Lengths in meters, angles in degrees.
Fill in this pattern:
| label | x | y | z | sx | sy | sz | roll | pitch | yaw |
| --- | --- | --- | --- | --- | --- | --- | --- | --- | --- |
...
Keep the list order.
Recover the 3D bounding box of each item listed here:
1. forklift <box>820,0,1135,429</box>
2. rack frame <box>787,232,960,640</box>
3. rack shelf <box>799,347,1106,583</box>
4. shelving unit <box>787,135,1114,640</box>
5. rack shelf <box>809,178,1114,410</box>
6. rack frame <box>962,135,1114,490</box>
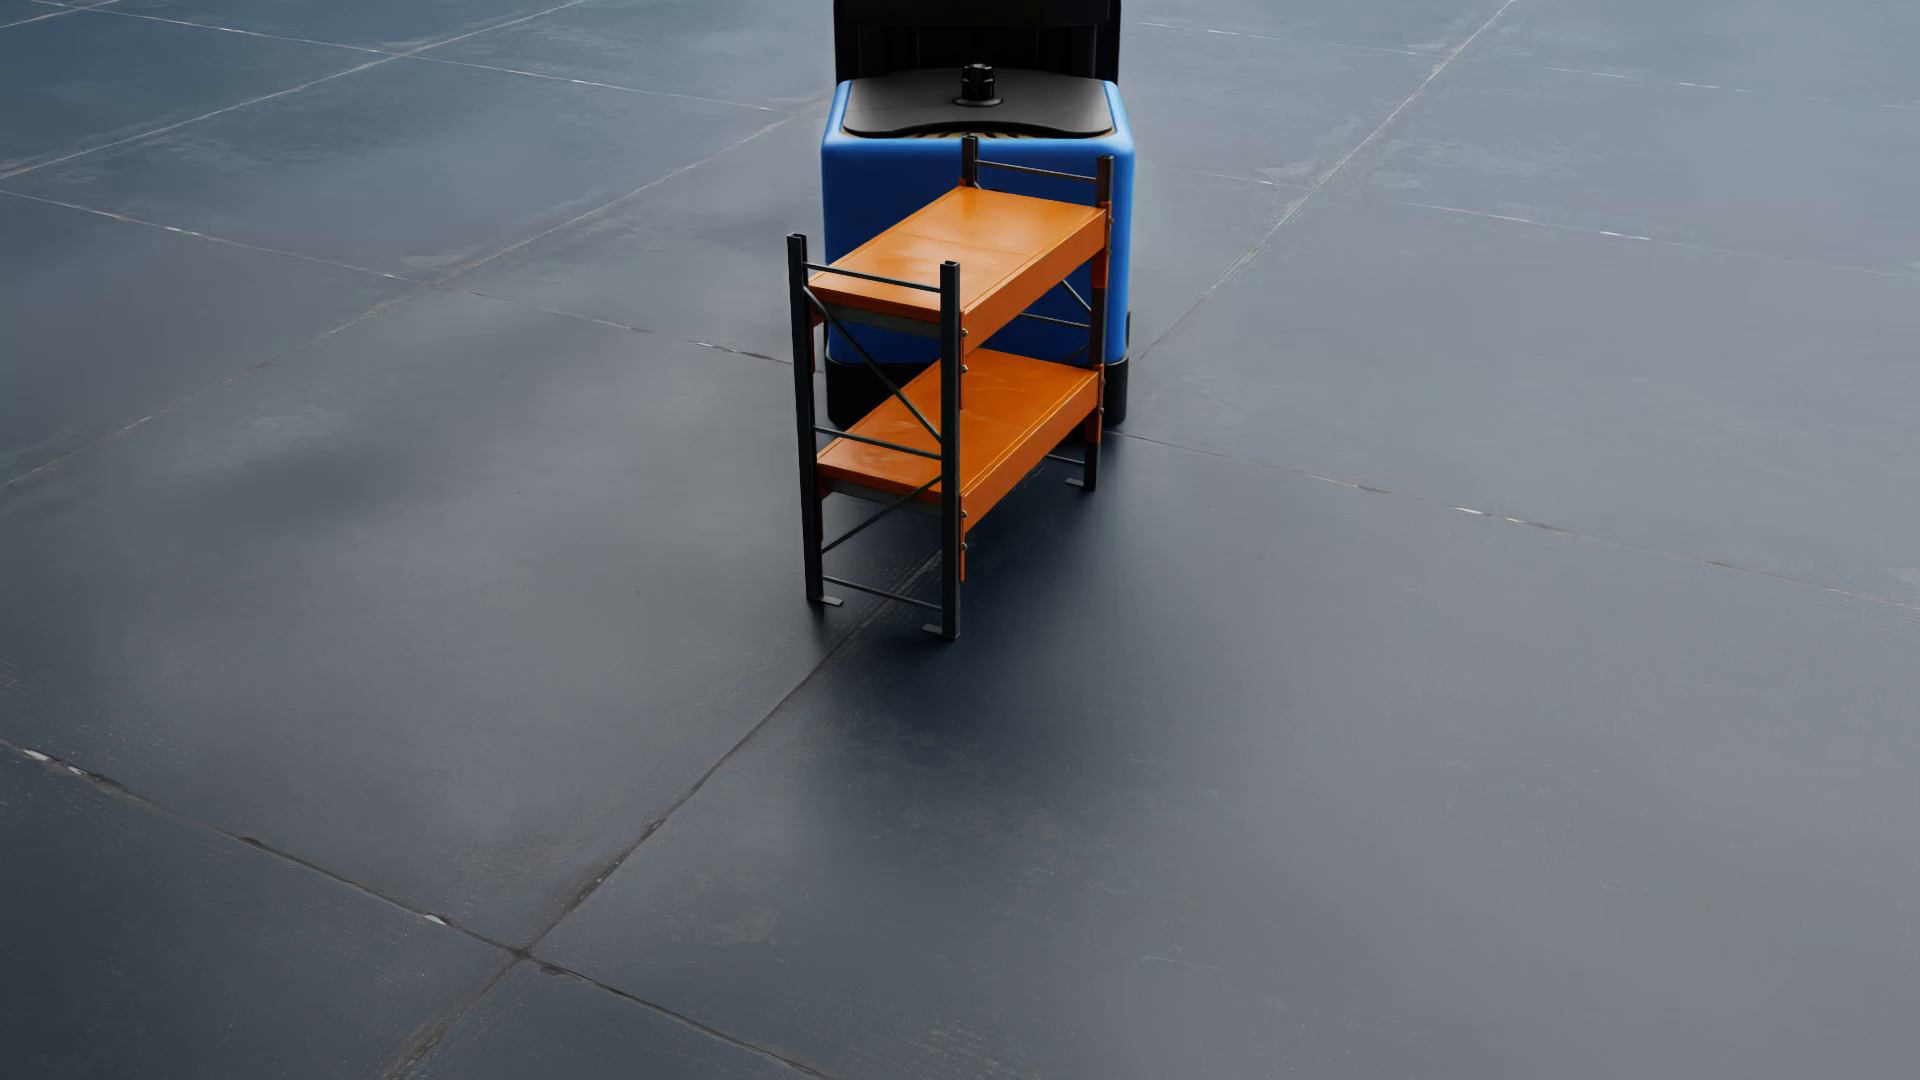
| label | x | y | z | sx | sy | sz | roll | pitch | yaw |
| --- | --- | --- | --- | --- | --- | --- | --- | --- | --- |
| forklift | 0.066 | -2.348 | 6.396 | 1.130 | 2.935 | 3.031 | 0 | 30 | 0 |
| rack frame | -0.229 | -0.265 | 4.583 | 0.500 | 1.125 | 0.032 | 14 | 33 | 23 |
| rack shelf | 0.003 | -0.279 | 5.097 | 0.538 | 0.278 | 1.000 | 14 | 33 | 23 |
| shelving unit | 0.003 | -0.491 | 4.975 | 0.538 | 1.125 | 1.048 | 14 | 33 | 23 |
| rack shelf | 0.003 | -0.745 | 4.829 | 0.538 | 0.278 | 1.000 | 14 | 33 | 23 |
| rack frame | 0.235 | -0.716 | 5.368 | 0.500 | 1.125 | 0.032 | 14 | 33 | 23 |
